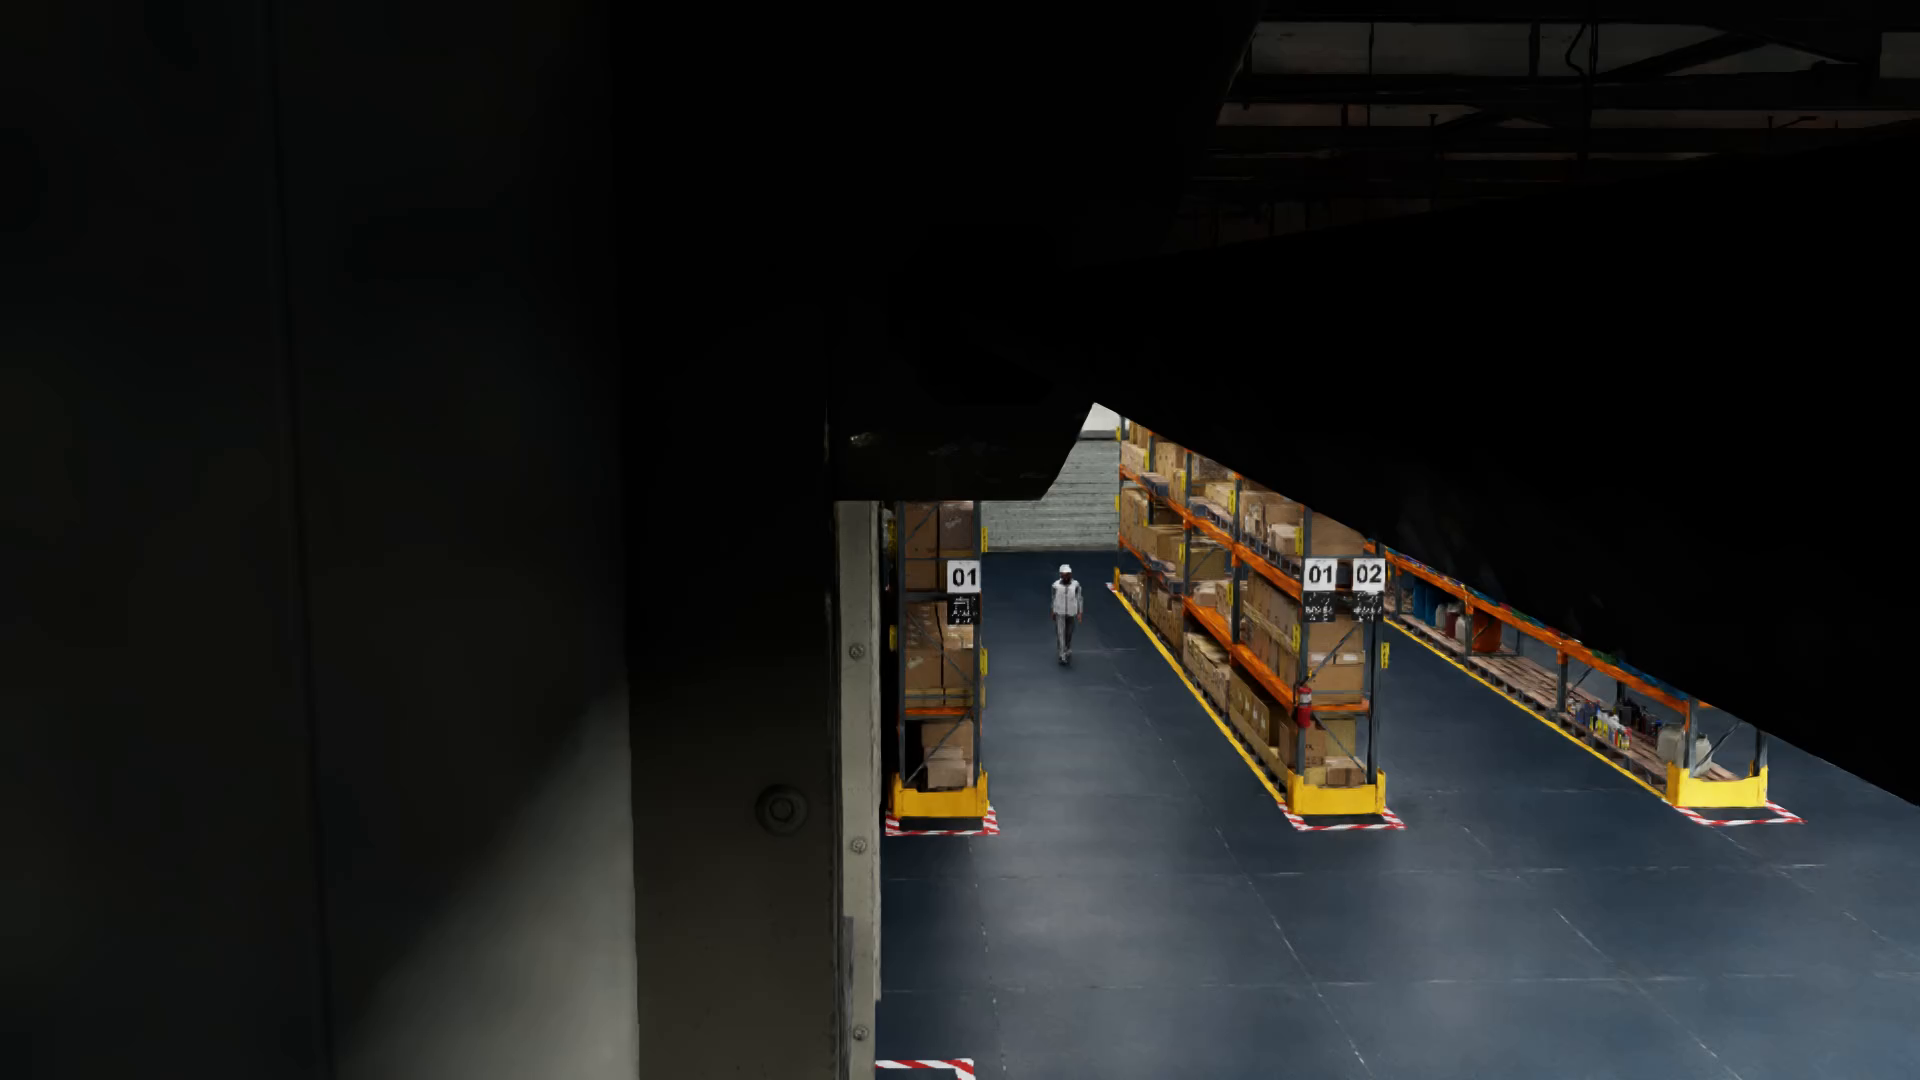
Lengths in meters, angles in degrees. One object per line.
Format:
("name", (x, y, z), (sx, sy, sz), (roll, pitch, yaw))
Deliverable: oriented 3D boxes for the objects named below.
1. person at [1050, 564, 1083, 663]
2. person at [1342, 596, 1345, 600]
("person", (1.886, 1.267, 29.328), (0.555, 1.725, 1.029), (-1, 8, -3))
("person", (6.838, 1.037, 30.908), (0.677, 1.742, 0.552), (-1, 8, -4))
